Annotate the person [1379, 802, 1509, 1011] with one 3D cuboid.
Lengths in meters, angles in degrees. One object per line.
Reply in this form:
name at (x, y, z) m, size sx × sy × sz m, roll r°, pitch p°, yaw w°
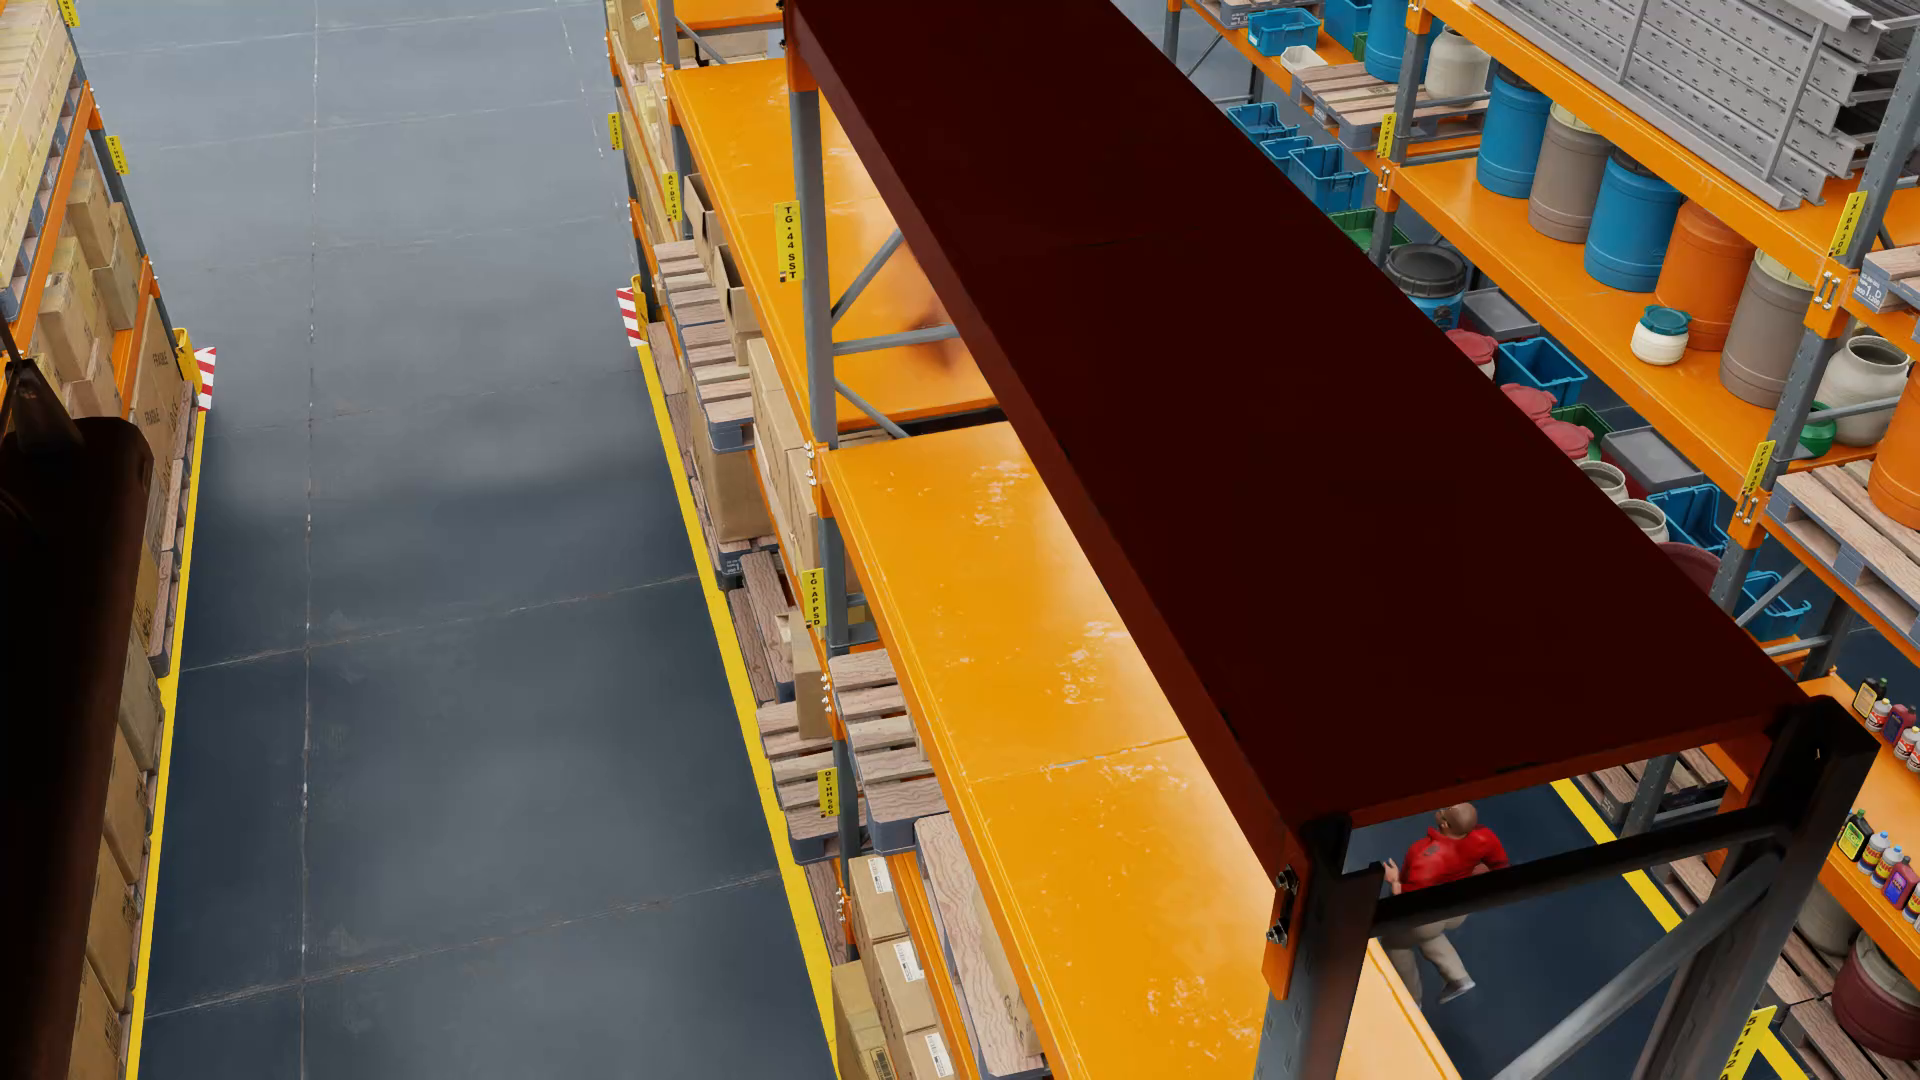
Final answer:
person at (2.547, 1.978, 8.983) m, size 0.664 × 1.670 × 0.601 m, roll -19°, pitch 42°, yaw -22°
